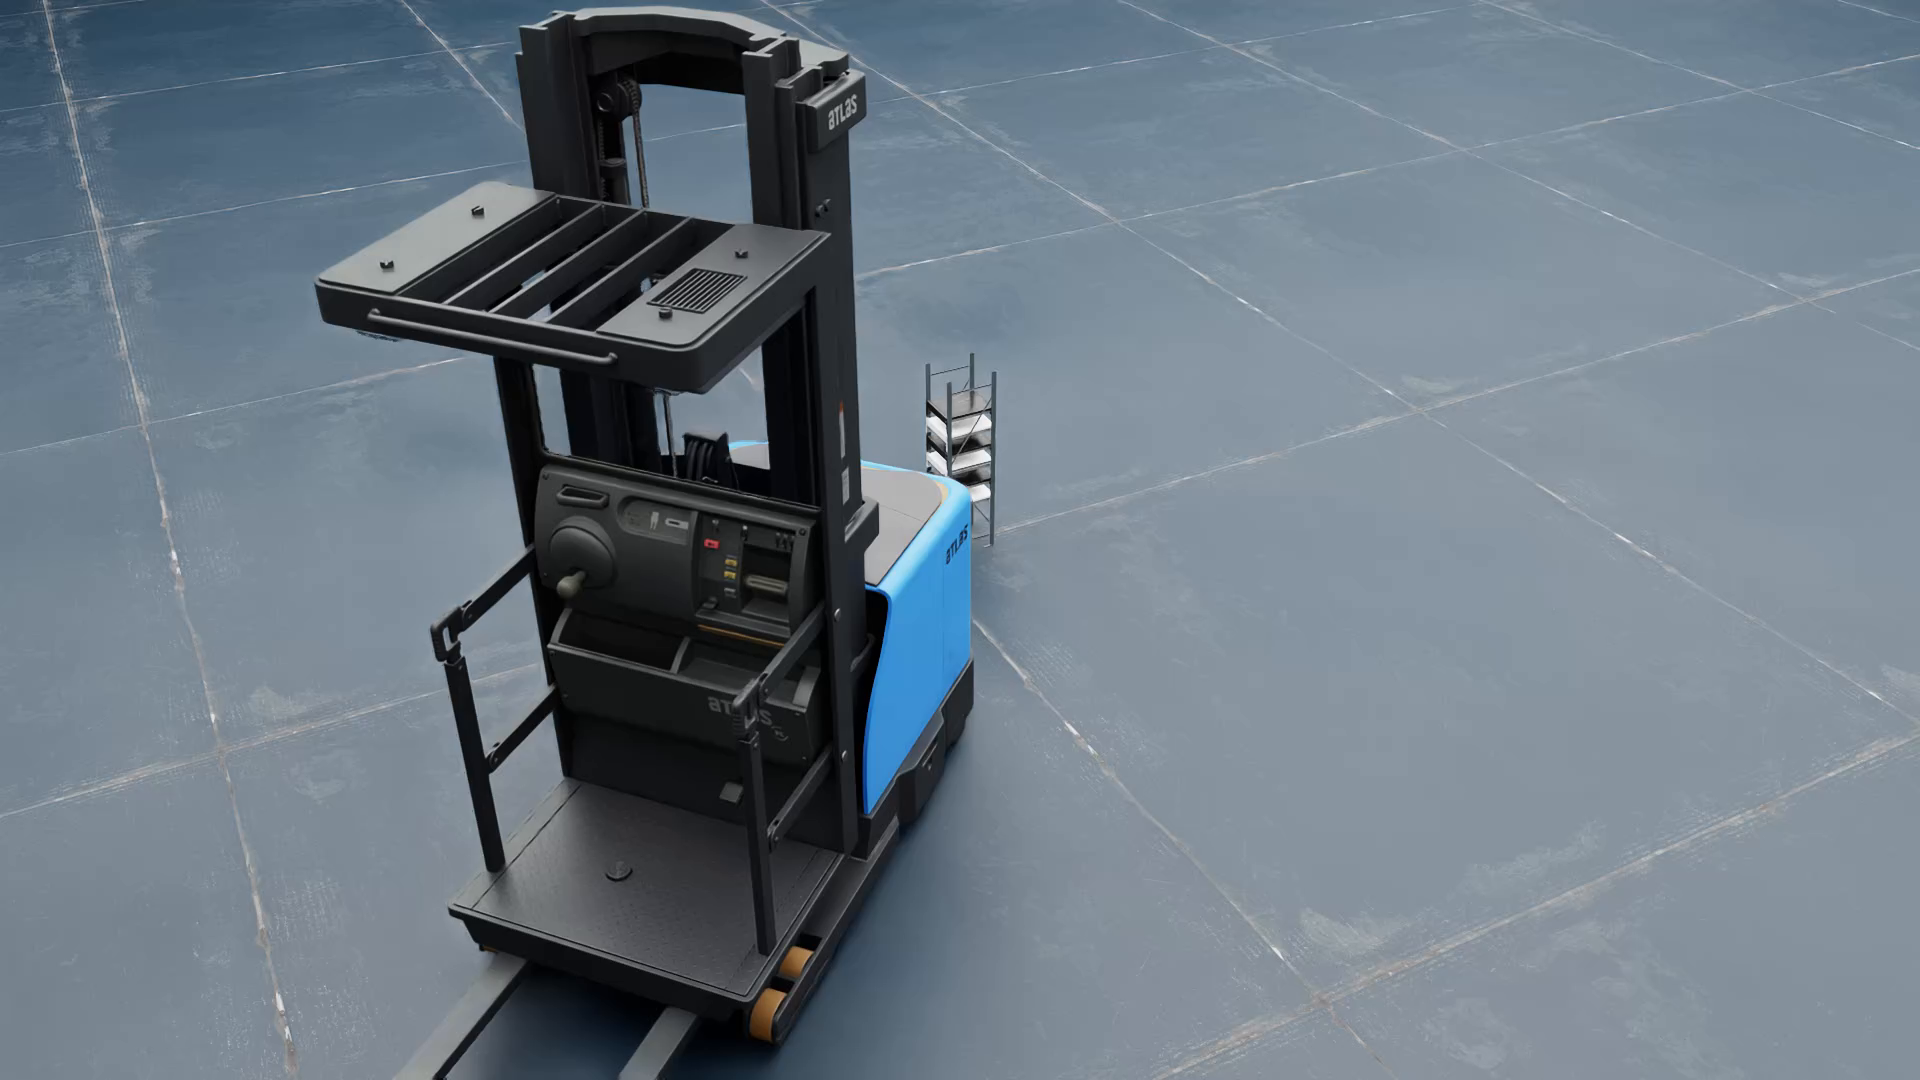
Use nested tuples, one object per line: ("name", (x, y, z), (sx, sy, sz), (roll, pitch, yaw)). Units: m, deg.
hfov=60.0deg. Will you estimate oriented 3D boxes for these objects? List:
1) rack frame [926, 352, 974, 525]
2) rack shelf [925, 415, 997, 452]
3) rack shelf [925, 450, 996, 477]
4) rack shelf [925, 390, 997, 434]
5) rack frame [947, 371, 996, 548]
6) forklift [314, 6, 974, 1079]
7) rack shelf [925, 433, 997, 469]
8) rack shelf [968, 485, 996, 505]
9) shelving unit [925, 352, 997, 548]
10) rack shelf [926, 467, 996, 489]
("rack frame", (-0.044, -0.424, 7.577), (0.240, 0.900, 0.006), (-16, 36, -23))
("rack shelf", (0.004, -0.499, 7.422), (0.258, 0.077, 0.200), (-16, 36, -23))
("rack shelf", (0.004, -0.347, 7.519), (0.258, 0.077, 0.200), (-16, 36, -23))
("rack shelf", (0.004, -0.574, 7.374), (0.258, 0.077, 0.200), (-16, 36, -23))
("rack frame", (0.051, -0.327, 7.425), (0.240, 0.900, 0.006), (-16, 36, -23))
("forklift", (-0.956, 0.098, 4.881), (1.130, 2.935, 3.031), (12, 35, 18))
("rack shelf", (0.004, -0.423, 7.471), (0.258, 0.077, 0.200), (-16, 36, -23))
("rack shelf", (0.004, -0.195, 7.616), (0.258, 0.077, 0.200), (-16, 36, -23))
("shelving unit", (0.004, -0.375, 7.501), (0.258, 0.900, 0.210), (-16, 36, -23))
("rack shelf", (0.004, -0.271, 7.568), (0.258, 0.077, 0.200), (-16, 36, -23))
